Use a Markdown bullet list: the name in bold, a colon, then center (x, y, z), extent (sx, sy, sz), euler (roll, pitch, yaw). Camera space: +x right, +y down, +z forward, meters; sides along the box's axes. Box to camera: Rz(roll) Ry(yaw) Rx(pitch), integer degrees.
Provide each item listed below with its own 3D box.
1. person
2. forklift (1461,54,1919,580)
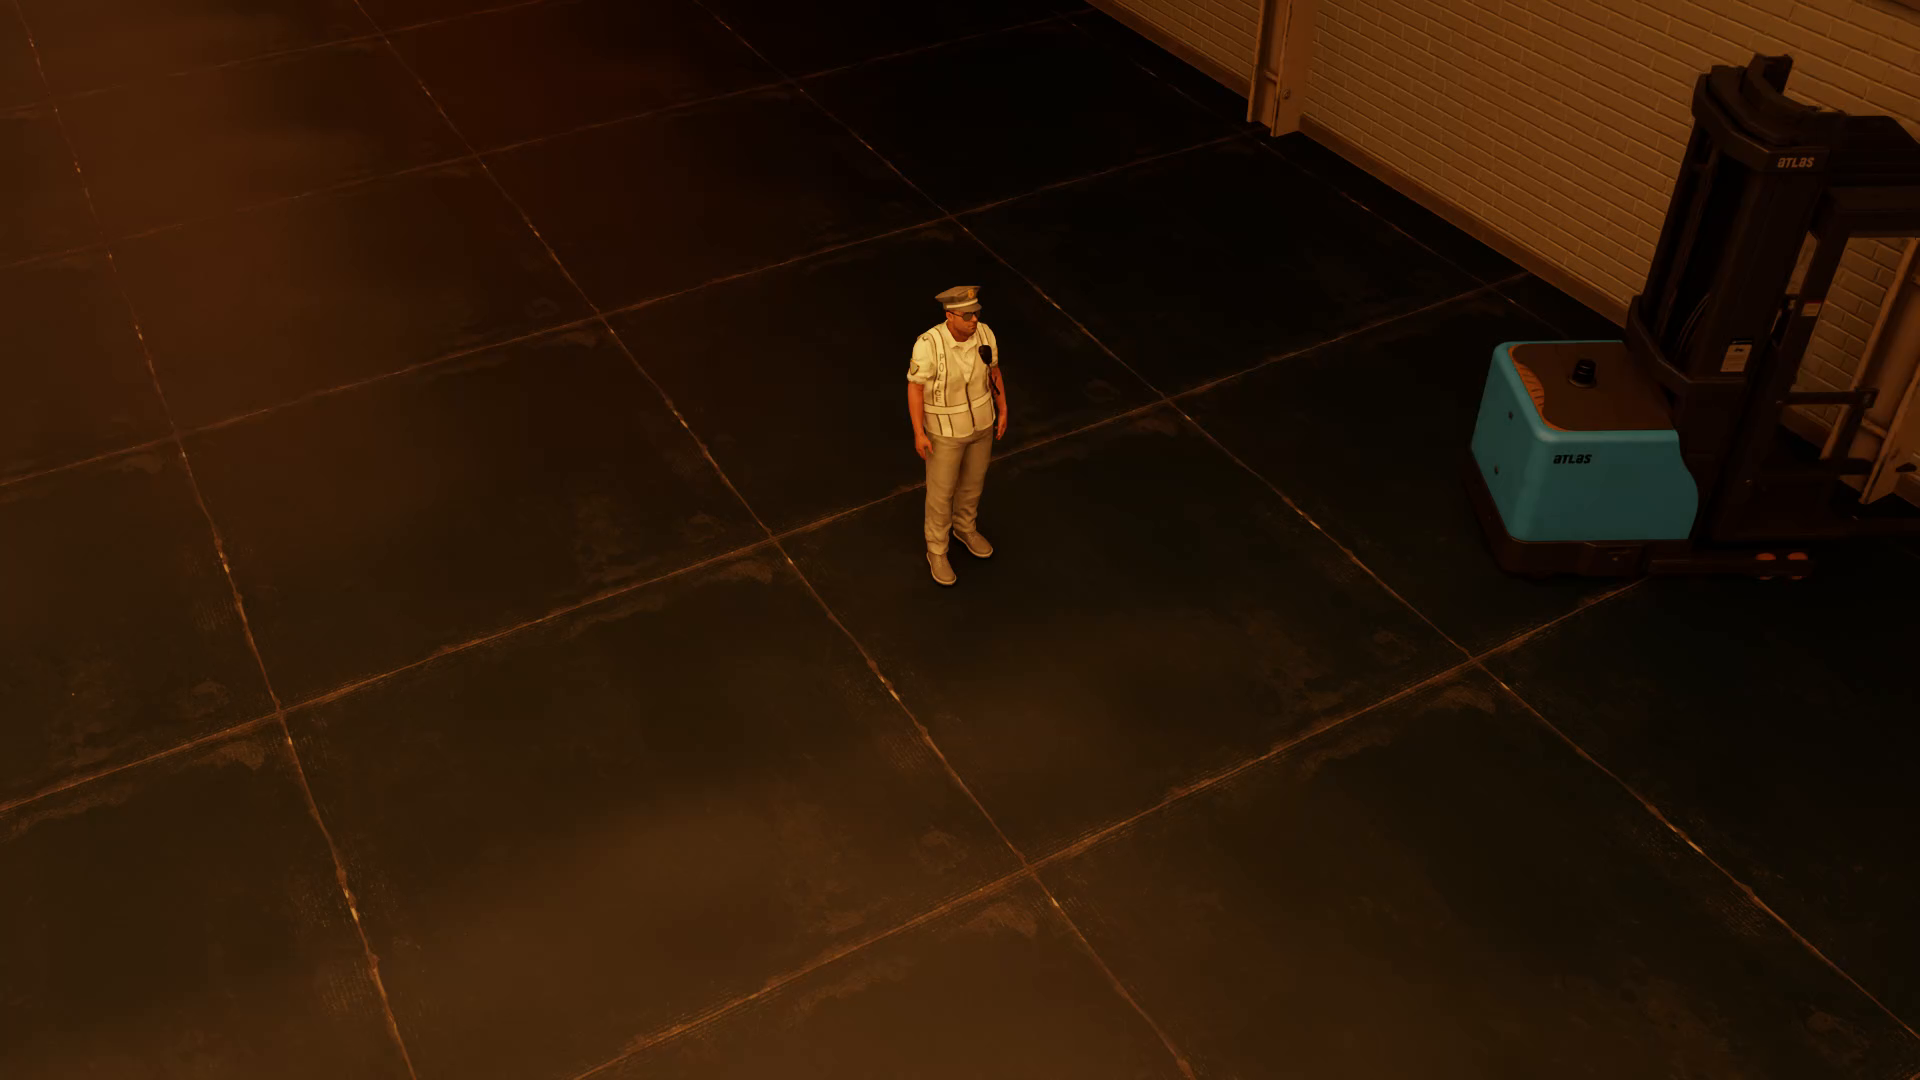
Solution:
- **person**: center (0.030, -0.645, 9.701), extent (0.641, 1.781, 0.574), euler (-20, 44, -23)
- **forklift**: center (4.752, -1.228, 9.517), extent (3.031, 2.935, 1.130), euler (-1, 40, -1)
